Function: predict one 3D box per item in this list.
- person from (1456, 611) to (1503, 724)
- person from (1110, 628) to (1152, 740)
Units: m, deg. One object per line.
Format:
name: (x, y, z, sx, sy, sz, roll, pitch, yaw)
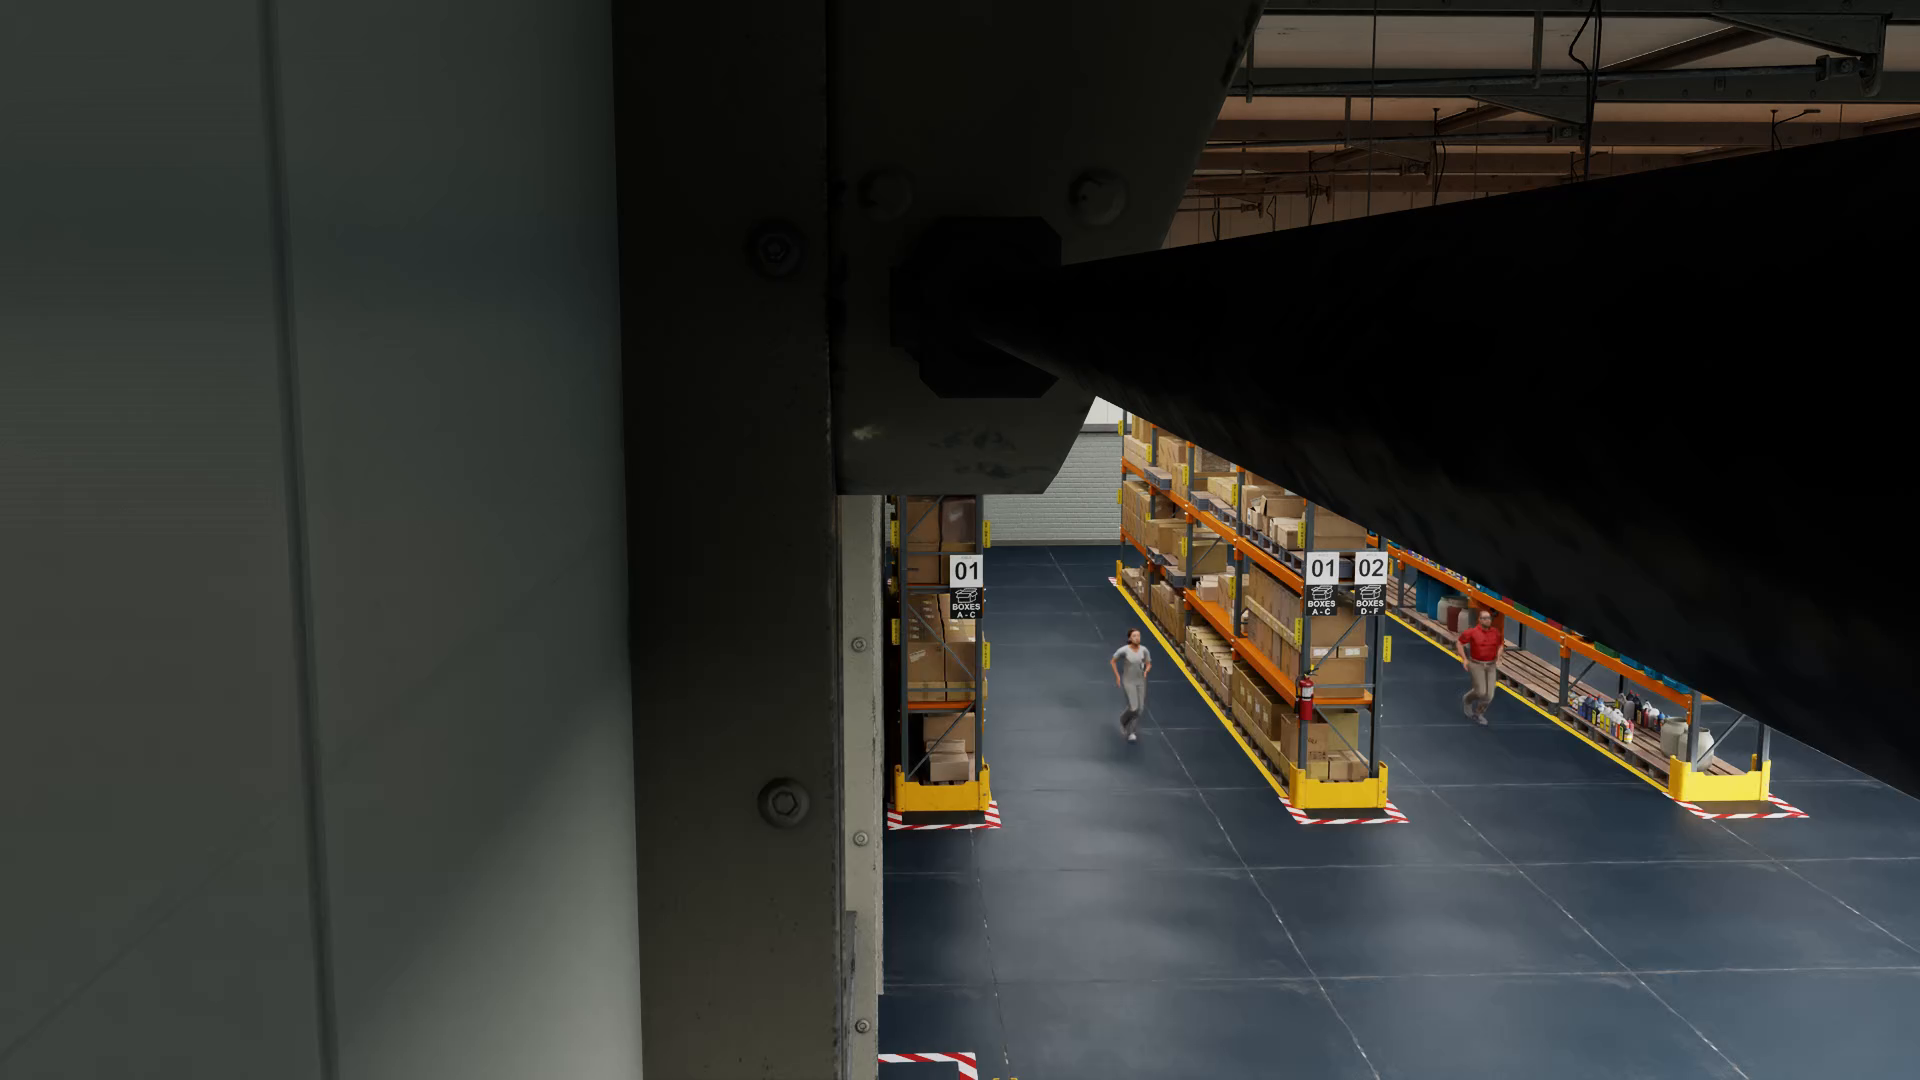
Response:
person: (7.736, 1.892, 24.558, 0.665, 1.683, 0.561, -1, 9, -9)
person: (2.469, 2.056, 23.565, 0.550, 1.629, 0.565, -3, 9, -17)
